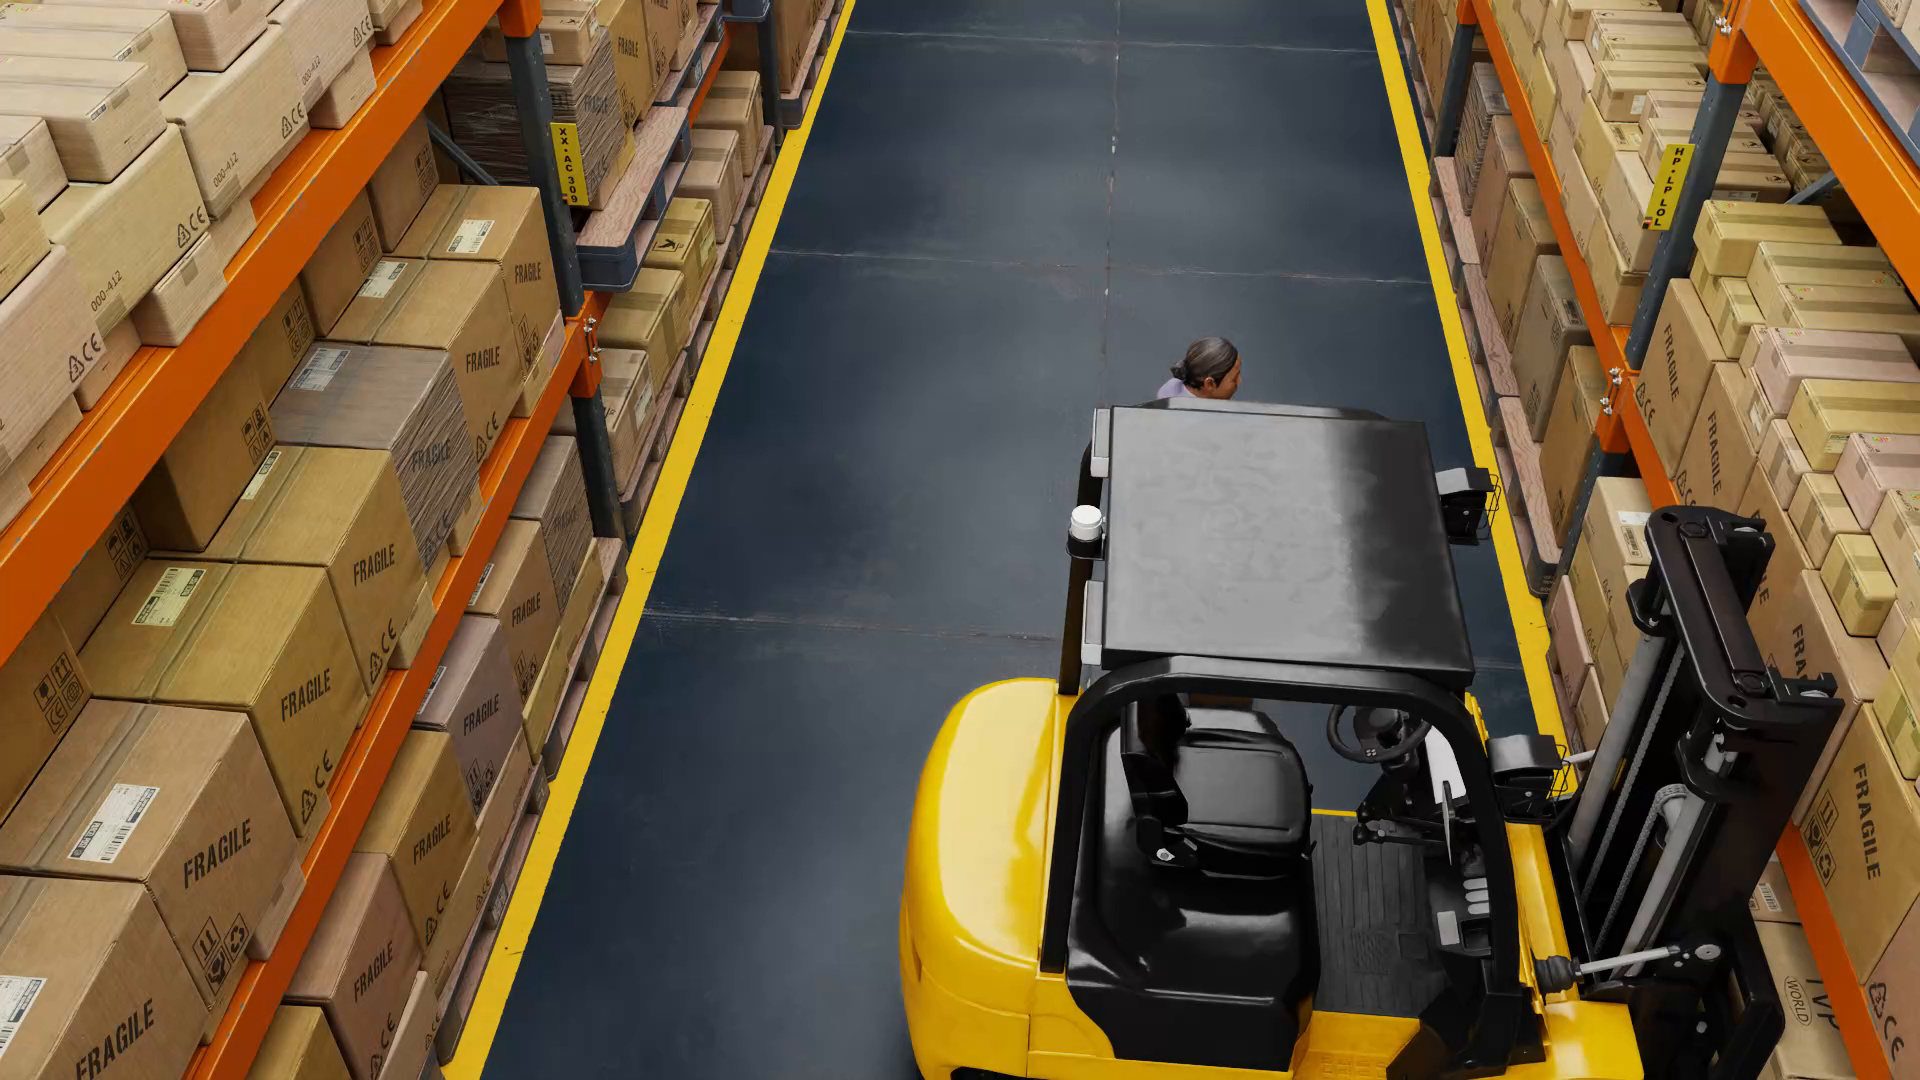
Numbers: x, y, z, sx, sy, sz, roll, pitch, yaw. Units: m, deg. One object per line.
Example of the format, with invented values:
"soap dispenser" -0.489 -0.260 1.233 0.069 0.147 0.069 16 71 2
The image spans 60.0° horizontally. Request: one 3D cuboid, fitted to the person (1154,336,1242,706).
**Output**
"person" 0.806 -0.046 6.217 0.372 1.651 0.537 3 40 3
